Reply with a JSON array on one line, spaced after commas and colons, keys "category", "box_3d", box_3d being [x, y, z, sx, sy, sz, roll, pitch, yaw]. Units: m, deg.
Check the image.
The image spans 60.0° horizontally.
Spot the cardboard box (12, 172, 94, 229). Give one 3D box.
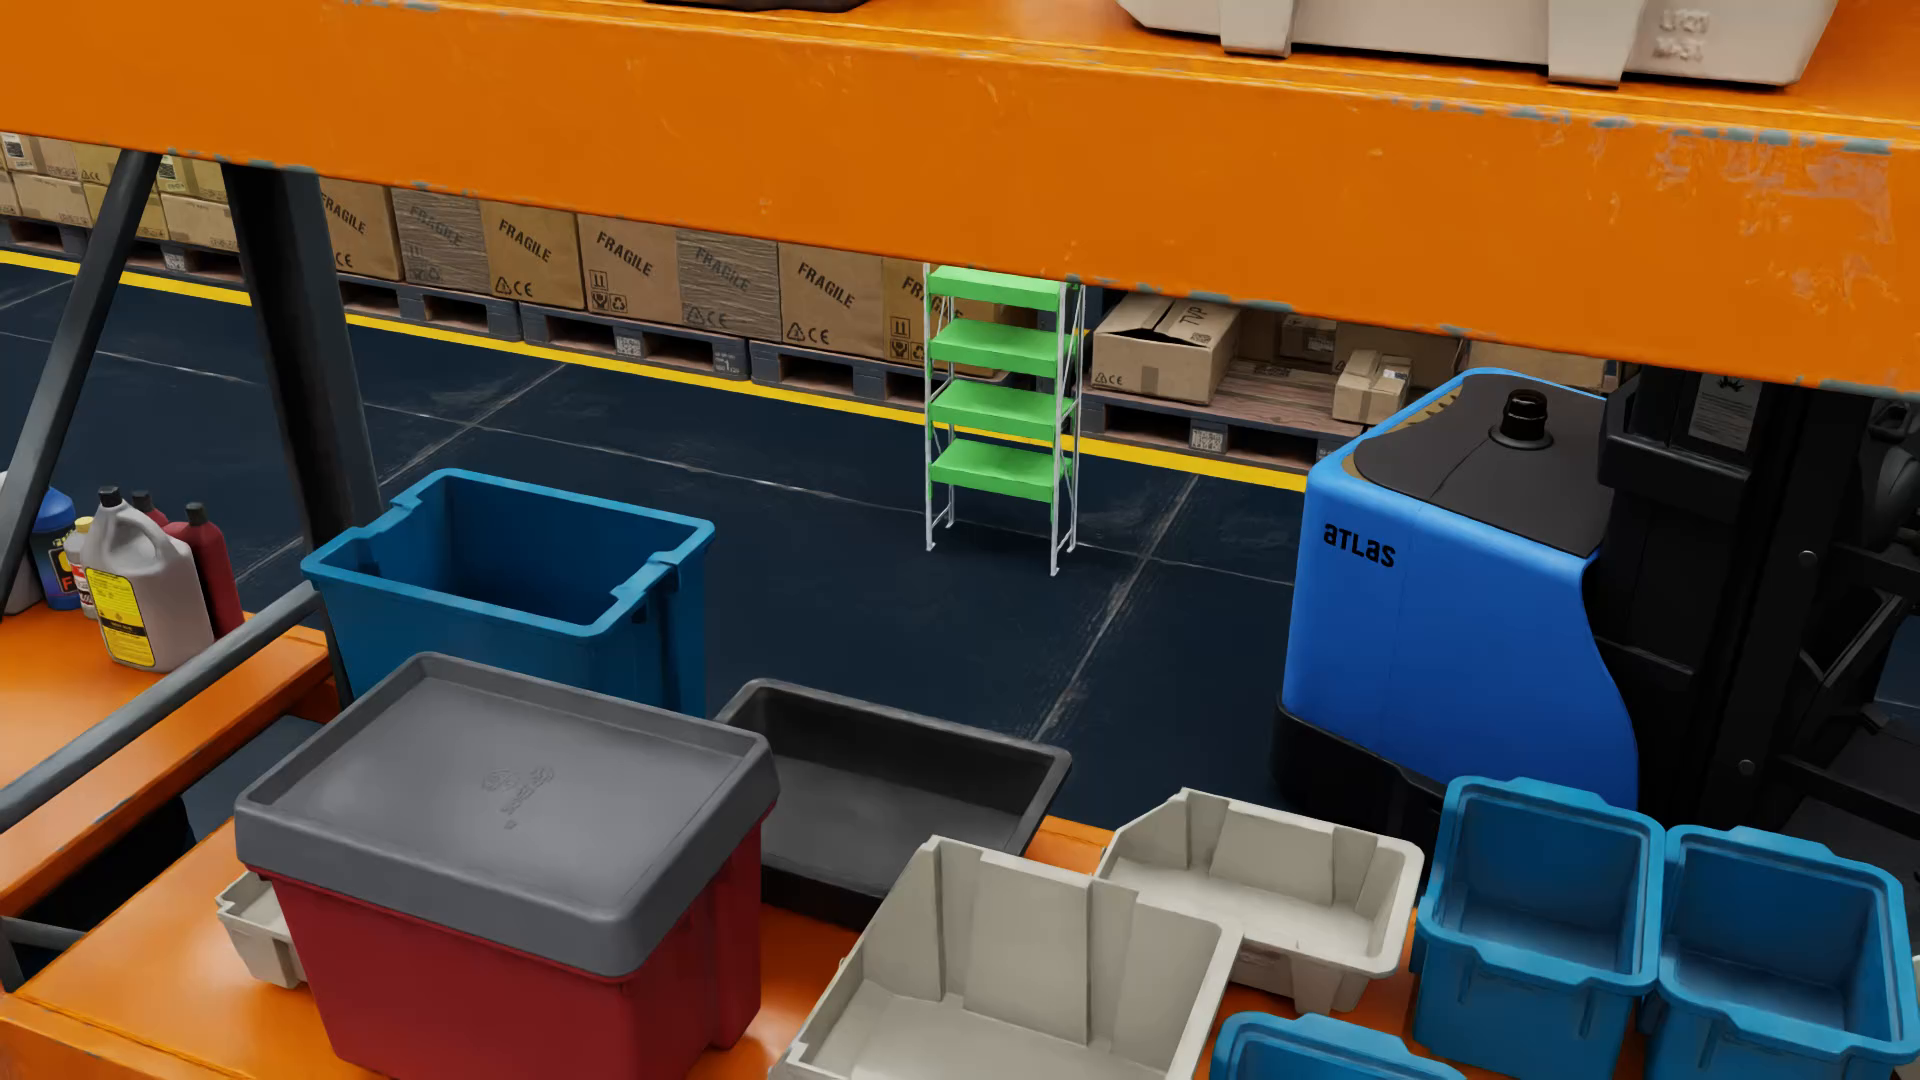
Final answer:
[{"category": "cardboard box", "box_3d": [-4.667, -1.895, 8.922, 0.500, 0.250, 0.500, 12, 32, 20]}]

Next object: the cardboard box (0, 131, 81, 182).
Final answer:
[{"category": "cardboard box", "box_3d": [-4.673, -2.137, 8.780, 0.500, 0.311, 0.500, 11, 31, 19]}]

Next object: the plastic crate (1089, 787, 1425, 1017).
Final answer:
[{"category": "plastic crate", "box_3d": [0.423, 0.537, 2.459, 0.466, 0.136, 0.293, 11, 31, 19]}]

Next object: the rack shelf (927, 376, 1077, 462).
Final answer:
[{"category": "rack shelf", "box_3d": [0.153, -0.436, 5.932, 0.480, 0.148, 0.258, 11, 31, 19]}]

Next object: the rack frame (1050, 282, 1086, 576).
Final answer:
[{"category": "rack frame", "box_3d": [0.379, -0.447, 5.821, 0.015, 1.200, 0.240, 11, 31, 19]}]

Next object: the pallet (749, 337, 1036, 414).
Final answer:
[{"category": "pallet", "box_3d": [-0.206, -0.914, 7.653, 1.213, 0.211, 1.003, 11, 31, 19]}]

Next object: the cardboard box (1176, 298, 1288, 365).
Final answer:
[{"category": "cardboard box", "box_3d": [1.197, -1.122, 7.280, 0.500, 0.500, 0.500, 11, 31, 19]}]

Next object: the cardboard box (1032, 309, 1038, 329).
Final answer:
[{"category": "cardboard box", "box_3d": [0.206, -1.299, 7.593, 0.500, 0.500, 0.500, 10, 31, 17]}]

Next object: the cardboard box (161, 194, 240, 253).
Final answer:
[{"category": "cardboard box", "box_3d": [-3.724, -1.707, 8.589, 0.500, 0.250, 0.500, 12, 32, 20]}]

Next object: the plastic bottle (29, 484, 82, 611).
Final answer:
[{"category": "plastic bottle", "box_3d": [-1.811, 0.001, 3.331, 0.097, 0.271, 0.097, 0, 29, 0]}]

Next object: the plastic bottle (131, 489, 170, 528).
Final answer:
[{"category": "plastic bottle", "box_3d": [-1.607, 0.027, 3.273, 0.133, 0.283, 0.061, 11, 31, 19]}]

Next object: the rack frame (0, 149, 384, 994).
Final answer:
[{"category": "rack frame", "box_3d": [-1.305, 0.265, 2.734, 0.053, 2.616, 0.949, 11, 31, 19]}]

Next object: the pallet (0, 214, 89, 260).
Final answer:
[{"category": "pallet", "box_3d": [-5.019, -1.917, 9.428, 1.213, 0.211, 1.003, 11, 31, 19]}]

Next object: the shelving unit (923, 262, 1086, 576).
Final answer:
[{"category": "shelving unit", "box_3d": [0.153, -0.492, 5.901, 0.503, 1.200, 0.258, 11, 31, 19]}]

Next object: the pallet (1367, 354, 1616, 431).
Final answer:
[{"category": "pallet", "box_3d": [2.333, -0.428, 6.794, 1.213, 0.211, 1.003, 11, 31, 19]}]

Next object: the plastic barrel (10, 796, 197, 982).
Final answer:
[{"category": "plastic barrel", "box_3d": [-1.801, 0.885, 3.341, 0.708, 0.901, 0.600, 11, 31, 19]}]

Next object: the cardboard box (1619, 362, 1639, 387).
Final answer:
[{"category": "cardboard box", "box_3d": [2.945, -0.664, 6.724, 0.500, 0.250, 0.500, 11, 31, 19]}]

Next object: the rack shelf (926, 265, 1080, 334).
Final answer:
[{"category": "rack shelf", "box_3d": [0.153, -0.854, 5.696, 0.480, 0.148, 0.258, 11, 31, 19]}]

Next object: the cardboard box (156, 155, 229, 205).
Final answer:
[{"category": "cardboard box", "box_3d": [-3.722, -1.949, 8.448, 0.500, 0.311, 0.500, 12, 32, 20]}]

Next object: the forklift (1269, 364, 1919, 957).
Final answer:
[{"category": "forklift", "box_3d": [2.338, -0.220, 3.661, 3.031, 2.935, 1.130, 24, 37, 36]}]

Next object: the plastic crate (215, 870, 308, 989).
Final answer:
[{"category": "plastic crate", "box_3d": [-0.926, 0.503, 2.519, 0.243, 0.136, 0.396, 11, 31, 19]}]

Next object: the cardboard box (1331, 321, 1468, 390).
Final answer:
[{"category": "cardboard box", "box_3d": [1.892, -0.901, 7.081, 0.500, 0.311, 0.500, 11, 31, 19]}]

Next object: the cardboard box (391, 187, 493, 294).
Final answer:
[{"category": "cardboard box", "box_3d": [-2.343, -1.529, 8.001, 0.500, 0.500, 0.500, 10, 31, 17]}]

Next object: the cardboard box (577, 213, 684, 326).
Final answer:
[{"category": "cardboard box", "box_3d": [-1.394, -1.340, 7.666, 0.500, 0.500, 0.500, 10, 31, 17]}]

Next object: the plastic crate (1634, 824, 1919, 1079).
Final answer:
[{"category": "plastic crate", "box_3d": [1.078, 0.610, 2.231, 0.300, 0.233, 0.416, 11, 31, 19]}]

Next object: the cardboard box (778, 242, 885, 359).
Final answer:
[{"category": "cardboard box", "box_3d": [-0.458, -1.154, 7.337, 0.500, 0.500, 0.500, 11, 31, 19]}]

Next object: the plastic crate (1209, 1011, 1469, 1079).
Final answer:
[{"category": "plastic crate", "box_3d": [0.403, 0.787, 1.919, 0.300, 0.233, 0.416, 11, 31, 19]}]

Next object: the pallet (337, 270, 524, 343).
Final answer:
[{"category": "pallet", "box_3d": [-2.467, -1.365, 8.451, 1.213, 0.211, 1.003, 11, 31, 19]}]

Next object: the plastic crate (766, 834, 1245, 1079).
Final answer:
[{"category": "plastic crate", "box_3d": [0.042, 0.655, 2.102, 0.530, 0.282, 0.437, 11, 31, 19]}]

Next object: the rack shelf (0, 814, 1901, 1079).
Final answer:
[{"category": "rack shelf", "box_3d": [0.550, 0.946, 2.259, 4.000, 0.370, 1.077, 11, 31, 19]}]

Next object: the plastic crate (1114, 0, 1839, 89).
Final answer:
[{"category": "plastic crate", "box_3d": [0.395, -0.457, 1.230, 0.530, 0.136, 0.437, 11, 31, 19]}]

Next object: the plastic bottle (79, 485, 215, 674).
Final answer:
[{"category": "plastic bottle", "box_3d": [-1.545, 0.064, 3.138, 0.185, 0.351, 0.144, 11, 31, 19]}]

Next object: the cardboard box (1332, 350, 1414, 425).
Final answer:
[{"category": "cardboard box", "box_3d": [1.675, -0.621, 6.733, 0.250, 0.166, 0.380, 11, 31, 19]}]
